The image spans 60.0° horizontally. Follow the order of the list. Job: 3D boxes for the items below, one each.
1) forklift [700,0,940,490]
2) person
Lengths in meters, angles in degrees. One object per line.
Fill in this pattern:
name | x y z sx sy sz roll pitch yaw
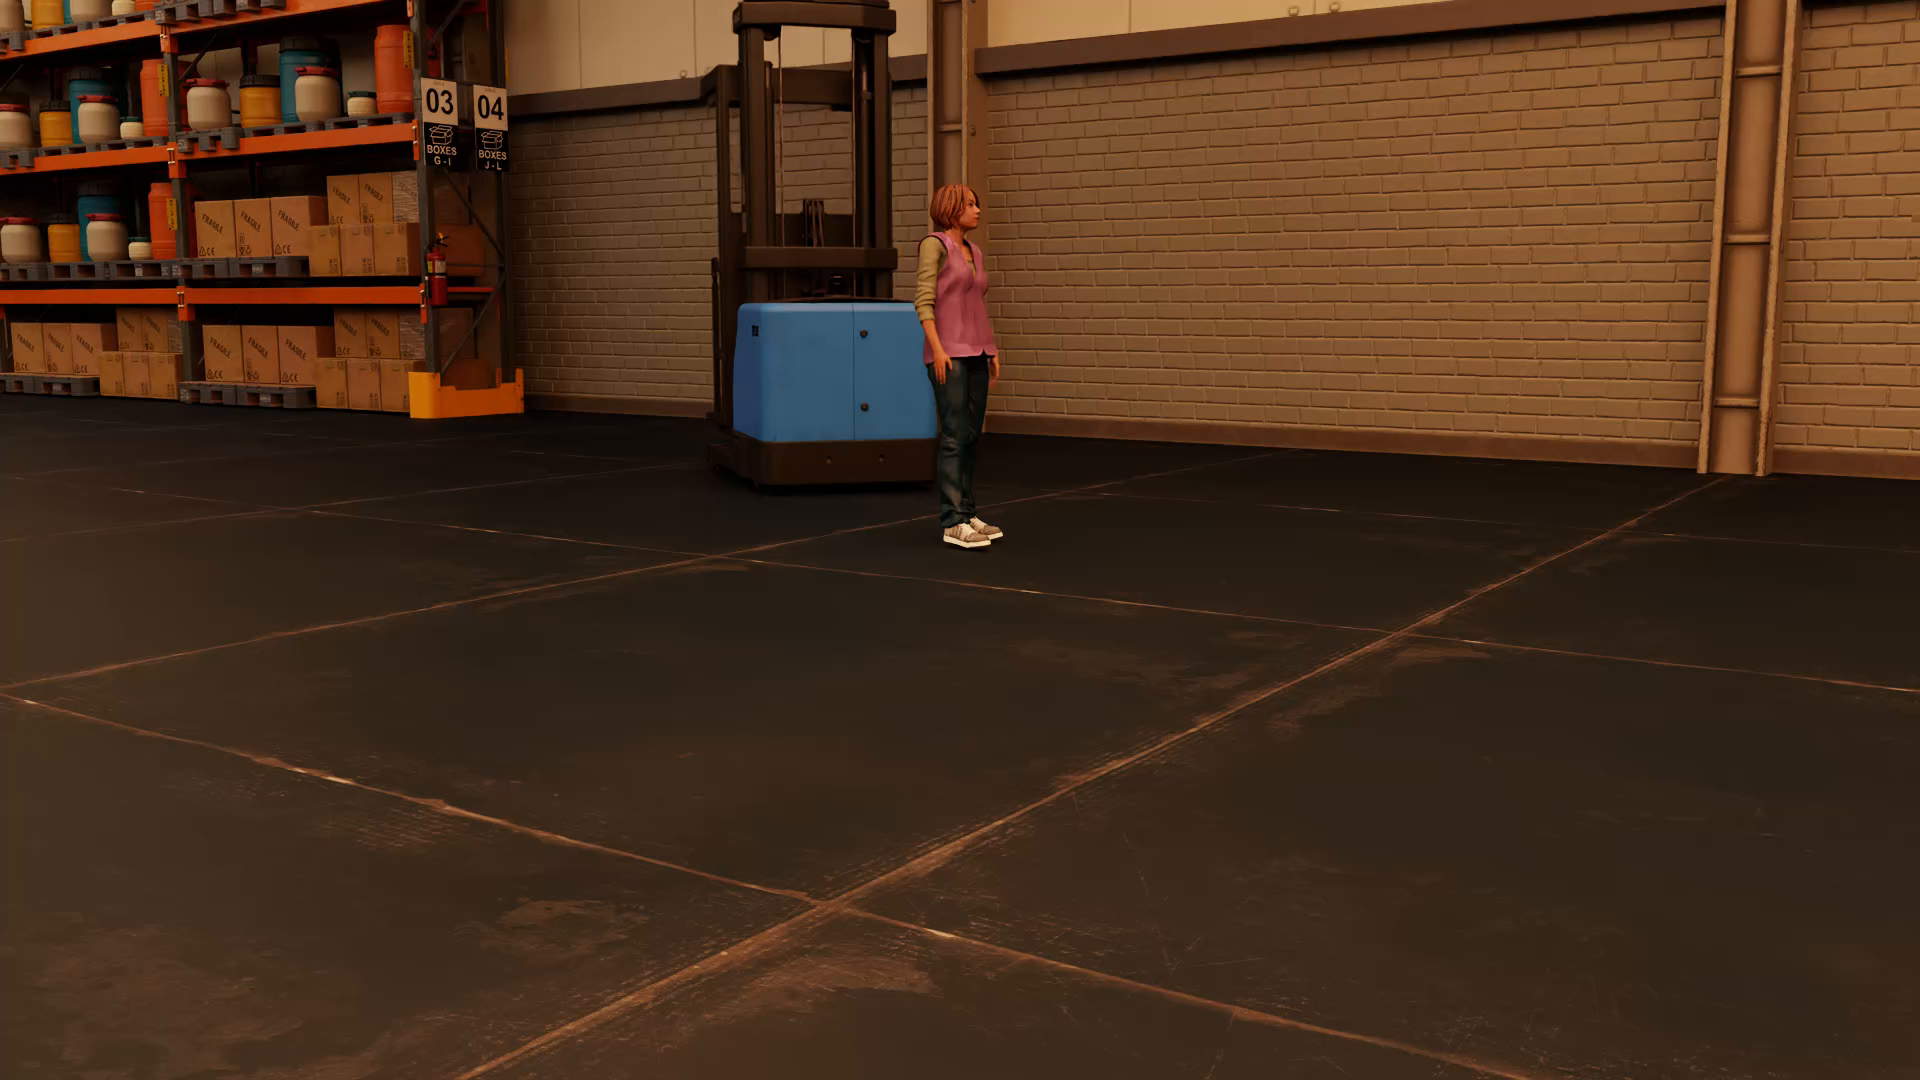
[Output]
forklift | -1.030 -1.904 10.584 1.130 2.935 3.031 -2 8 -17
person | 0.054 -0.790 7.438 0.473 1.599 0.521 5 10 34
